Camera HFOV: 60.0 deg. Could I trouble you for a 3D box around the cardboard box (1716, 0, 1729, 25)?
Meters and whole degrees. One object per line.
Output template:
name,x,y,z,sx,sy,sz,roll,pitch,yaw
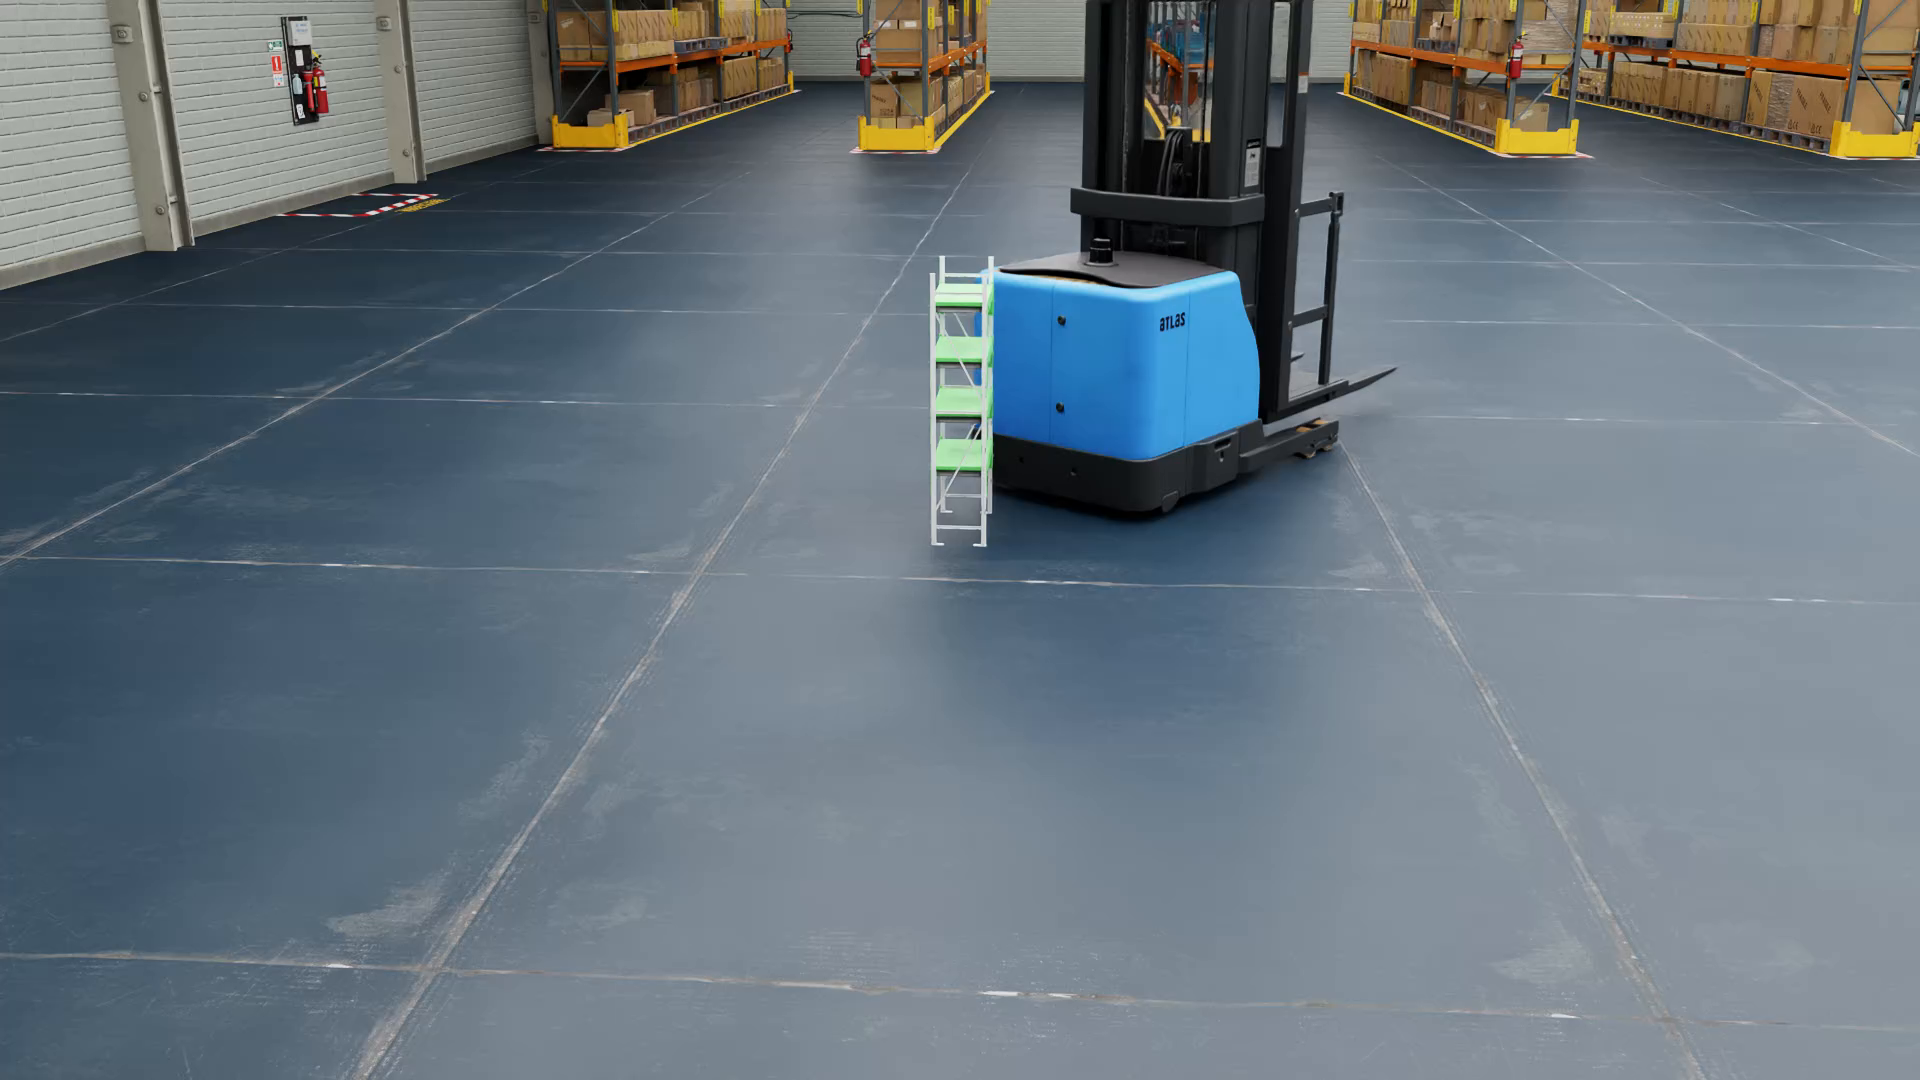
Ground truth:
cardboard box,14.247,-9.649,30.288,0.700,0.500,0.500,1,18,3

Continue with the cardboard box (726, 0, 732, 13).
cardboard box,-5.039,-11.072,34.521,0.500,0.250,0.500,1,18,3

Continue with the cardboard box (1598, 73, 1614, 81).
cardboard box,14.427,-10.308,37.012,0.380,0.149,0.250,2,18,5

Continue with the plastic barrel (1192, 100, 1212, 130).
plastic barrel,3.912,-6.733,26.474,0.421,0.512,0.421,0,18,0

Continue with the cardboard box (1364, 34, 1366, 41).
cardboard box,9.548,-11.586,38.369,0.380,0.149,0.250,2,18,5

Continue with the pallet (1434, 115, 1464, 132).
pallet,9.223,-7.558,30.149,1.003,0.211,1.213,1,18,4

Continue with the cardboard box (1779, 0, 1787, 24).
cardboard box,14.124,-8.796,27.475,0.875,0.550,0.550,1,18,4

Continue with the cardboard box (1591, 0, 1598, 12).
cardboard box,14.528,-12.119,37.347,0.500,0.500,0.500,2,18,5

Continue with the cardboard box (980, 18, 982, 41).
cardboard box,0.241,-11.862,38.646,0.500,0.500,0.500,1,18,4

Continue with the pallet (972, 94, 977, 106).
pallet,-0.159,-9.769,36.899,1.003,0.211,1.213,1,18,4

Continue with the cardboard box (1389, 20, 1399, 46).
cardboard box,9.388,-10.724,35.174,0.500,0.500,0.500,1,18,3

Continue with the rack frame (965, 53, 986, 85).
rack frame,0.148,-12.590,41.029,1.000,3.000,0.127,1,18,4

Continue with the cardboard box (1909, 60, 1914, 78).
cardboard box,19.472,-9.065,33.007,0.875,0.875,0.875,1,18,3

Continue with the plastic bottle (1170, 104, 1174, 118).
plastic bottle,3.768,-7.575,29.398,0.097,0.271,0.097,0,18,0

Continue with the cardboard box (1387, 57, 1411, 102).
cardboard box,9.597,-9.564,34.531,1.225,0.875,0.875,1,18,4

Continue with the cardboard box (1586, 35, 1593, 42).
cardboard box,14.509,-11.445,37.938,0.380,0.149,0.250,2,18,5

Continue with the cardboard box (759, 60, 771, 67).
cardboard box,-4.680,-11.272,39.303,0.380,0.149,0.250,1,18,2

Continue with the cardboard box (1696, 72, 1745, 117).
cardboard box,14.136,-8.124,30.337,1.050,0.750,0.750,1,18,4

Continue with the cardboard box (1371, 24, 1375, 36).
cardboard box,9.547,-11.499,37.464,0.500,0.250,0.500,2,18,6

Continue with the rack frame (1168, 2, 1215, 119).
rack frame,4.228,-8.752,29.314,1.000,3.000,0.127,1,18,4

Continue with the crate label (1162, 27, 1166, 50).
crate label,4.174,-9.708,32.177,0.502,0.435,0.616,1,18,4

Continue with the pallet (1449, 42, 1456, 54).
pallet,9.368,-8.784,29.721,1.003,0.211,1.213,1,18,4

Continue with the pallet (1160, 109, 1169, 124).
pallet,4.331,-8.051,31.655,1.003,0.211,1.213,1,18,4

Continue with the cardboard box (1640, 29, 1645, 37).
cardboard box,14.049,-10.303,33.777,0.380,0.149,0.250,0,18,1

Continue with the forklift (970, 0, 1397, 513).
forklift,1.370,-1.908,8.538,1.130,2.935,3.031,14,23,37

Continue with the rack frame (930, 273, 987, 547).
rack frame,-0.006,-0.546,7.162,0.240,1.200,0.015,1,18,4

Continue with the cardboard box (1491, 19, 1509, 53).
cardboard box,8.865,-7.916,26.125,0.875,0.500,0.500,1,18,4

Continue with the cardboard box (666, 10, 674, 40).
cardboard box,-5.379,-9.114,29.423,0.500,0.500,0.500,1,18,4

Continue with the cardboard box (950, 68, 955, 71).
cardboard box,-0.381,-10.552,38.118,0.500,0.500,0.500,1,18,4

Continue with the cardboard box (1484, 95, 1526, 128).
cardboard box,9.100,-7.157,27.787,0.500,0.500,0.500,0,18,-1

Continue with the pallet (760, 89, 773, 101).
pallet,-4.947,-10.367,38.721,1.003,0.211,1.213,1,18,4

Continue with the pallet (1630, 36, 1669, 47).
pallet,14.496,-10.266,34.243,1.003,0.211,1.213,1,18,4

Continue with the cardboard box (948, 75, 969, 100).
cardboard box,-0.076,-9.425,34.676,0.500,0.500,0.500,1,18,2

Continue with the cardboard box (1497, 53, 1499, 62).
cardboard box,8.774,-7.683,26.456,0.380,0.149,0.250,1,18,4

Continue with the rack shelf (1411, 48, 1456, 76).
rack shelf,9.312,-8.920,30.984,1.077,0.370,4.000,1,18,4

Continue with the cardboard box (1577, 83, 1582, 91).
cardboard box,14.508,-10.521,38.618,0.380,0.149,0.250,0,18,1

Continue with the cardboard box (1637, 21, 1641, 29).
cardboard box,14.067,-10.527,33.984,0.380,0.149,0.250,2,18,5

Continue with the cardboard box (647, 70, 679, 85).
cardboard box,-5.589,-8.716,31.309,0.500,0.250,0.500,1,18,3

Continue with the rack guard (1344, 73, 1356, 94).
rack guard,10.030,-11.188,40.763,1.175,0.500,0.348,1,18,4

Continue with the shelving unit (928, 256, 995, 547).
shelving unit,0.012,-0.622,7.393,0.258,1.200,0.503,1,18,4

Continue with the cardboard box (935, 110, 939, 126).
cardboard box,-0.629,-7.141,28.141,0.500,0.250,0.500,1,18,4

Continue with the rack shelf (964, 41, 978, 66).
rack shelf,-0.282,-10.385,35.454,1.077,0.370,4.000,1,18,4

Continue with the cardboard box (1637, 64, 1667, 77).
cardboard box,14.260,-9.642,34.168,0.500,0.250,0.500,2,18,5

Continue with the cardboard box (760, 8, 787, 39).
cardboard box,-4.820,-12.684,40.832,0.980,0.700,0.700,2,18,6

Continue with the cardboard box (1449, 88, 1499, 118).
cardboard box,9.234,-7.852,29.878,0.700,0.500,0.500,0,18,0

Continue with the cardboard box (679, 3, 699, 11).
cardboard box,-5.370,-10.572,32.960,0.380,0.149,0.250,-2,18,-5

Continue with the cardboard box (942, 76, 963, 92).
cardboard box,-0.217,-9.097,33.209,0.500,0.311,0.500,2,18,5

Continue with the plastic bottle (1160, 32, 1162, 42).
plastic bottle,4.200,-10.429,34.619,0.061,0.283,0.133,1,18,4

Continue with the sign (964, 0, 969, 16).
sign,0.129,-10.644,33.232,0.100,0.325,0.005,1,18,4

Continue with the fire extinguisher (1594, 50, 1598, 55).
fire extinguisher,15.447,-12.080,40.195,0.296,0.674,0.183,1,18,4

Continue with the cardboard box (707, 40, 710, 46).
cardboard box,-5.112,-10.202,34.113,0.380,0.149,0.250,1,18,3

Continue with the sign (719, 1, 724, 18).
sign,-4.825,-10.718,33.584,0.100,0.325,0.005,1,18,4

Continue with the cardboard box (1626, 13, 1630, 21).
cardboard box,14.122,-10.911,34.678,0.380,0.149,0.250,1,18,3

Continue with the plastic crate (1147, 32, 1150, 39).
plastic crate,4.588,-12.004,39.567,0.250,0.136,0.298,1,18,4

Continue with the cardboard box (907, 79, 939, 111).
cardboard box,-0.628,-7.498,28.024,0.500,0.500,0.500,1,18,4
